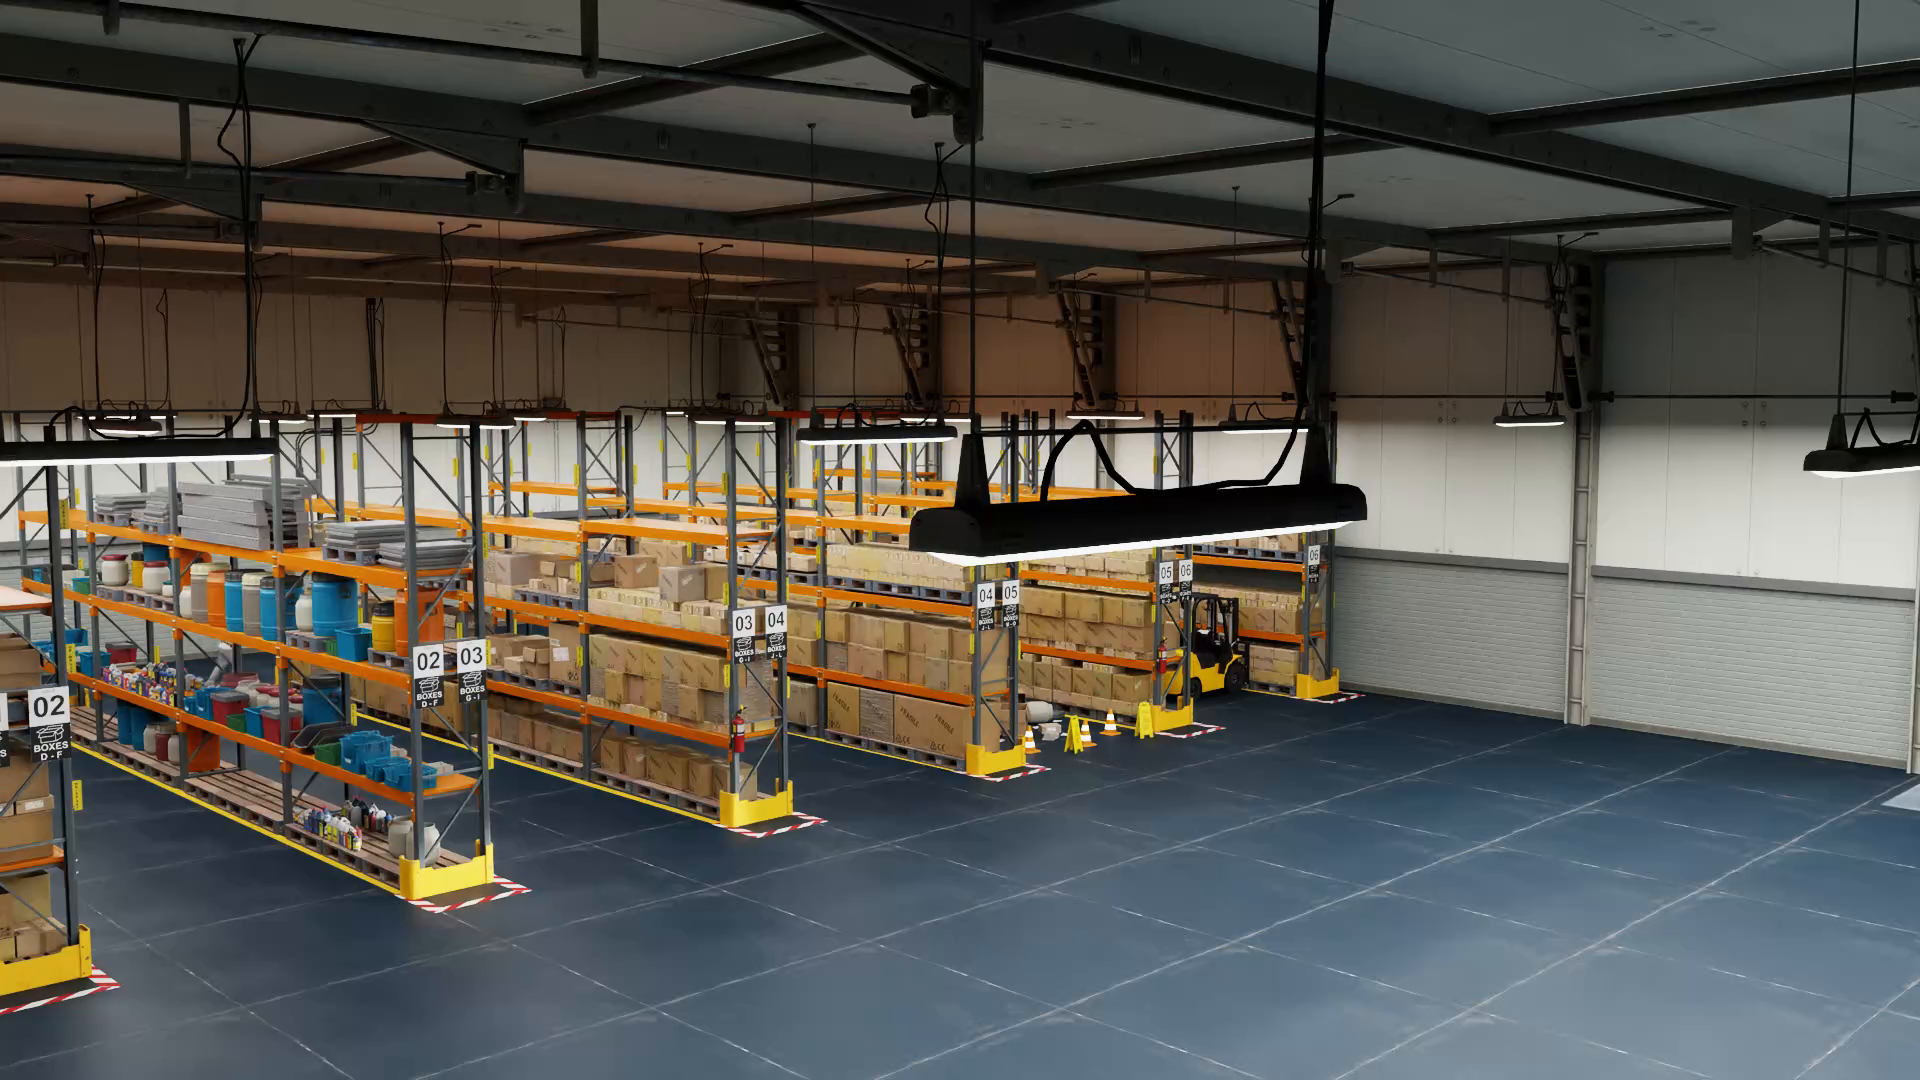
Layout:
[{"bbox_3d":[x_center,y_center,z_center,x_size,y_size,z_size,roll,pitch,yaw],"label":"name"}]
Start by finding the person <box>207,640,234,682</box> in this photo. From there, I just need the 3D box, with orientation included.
[{"bbox_3d":[-15.938,2.416,35.989,0.776,1.641,0.572,-3,6,-30],"label":"person"}]
